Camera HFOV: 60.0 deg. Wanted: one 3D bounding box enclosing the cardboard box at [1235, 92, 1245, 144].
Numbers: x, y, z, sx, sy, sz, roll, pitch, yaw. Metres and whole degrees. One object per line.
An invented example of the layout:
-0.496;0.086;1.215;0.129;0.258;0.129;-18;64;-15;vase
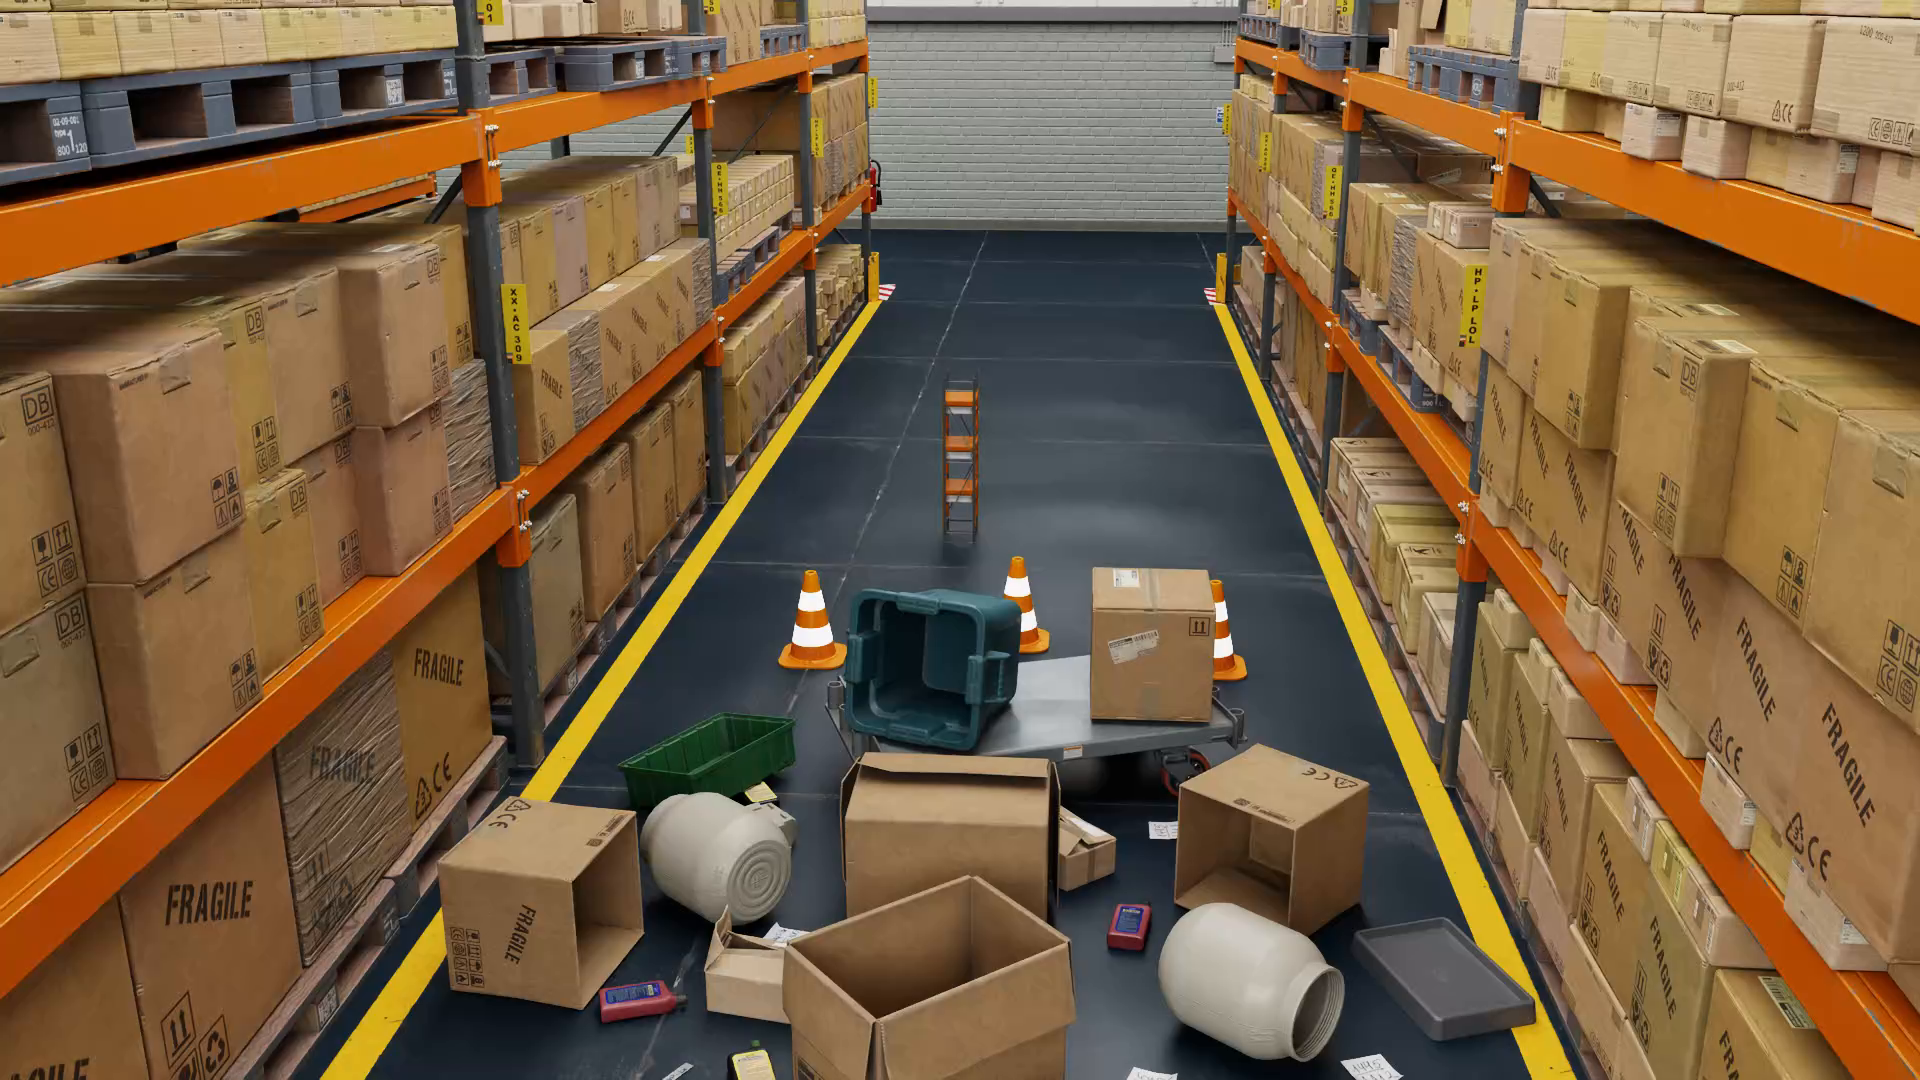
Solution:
3.098;-4.306;16.982;0.500;0.500;0.500;1;18;2;cardboard box

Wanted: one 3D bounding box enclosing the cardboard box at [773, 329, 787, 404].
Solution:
-1.664;-1.382;13.162;0.500;0.500;0.500;1;18;3;cardboard box

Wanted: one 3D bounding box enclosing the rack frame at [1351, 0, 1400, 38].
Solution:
2.873;-4.453;9.562;1.000;3.000;0.127;1;18;4;rack frame

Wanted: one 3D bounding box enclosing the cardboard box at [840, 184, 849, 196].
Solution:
-1.341;-3.624;17.068;0.380;0.149;0.250;0;18;1;cardboard box

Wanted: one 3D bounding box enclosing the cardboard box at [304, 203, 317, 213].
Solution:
-6.334;-3.195;15.758;0.380;0.149;0.250;2;18;6;cardboard box

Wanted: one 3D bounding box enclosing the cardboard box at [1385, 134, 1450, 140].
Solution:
3.231;-2.587;11.736;0.500;0.500;0.500;2;18;5;cardboard box

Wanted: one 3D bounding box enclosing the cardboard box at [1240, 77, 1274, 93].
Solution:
3.065;-4.653;16.997;0.380;0.149;0.250;2;18;6;cardboard box

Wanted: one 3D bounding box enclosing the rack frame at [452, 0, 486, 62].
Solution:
-2.358;-3.290;6.012;1.000;3.000;0.127;1;18;4;rack frame

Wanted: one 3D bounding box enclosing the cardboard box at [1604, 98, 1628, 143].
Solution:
2.280;-1.339;5.277;0.380;0.149;0.250;2;18;6;cardboard box

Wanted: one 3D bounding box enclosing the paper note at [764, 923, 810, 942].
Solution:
-0.630;1.438;5.998;0.172;0.023;0.155;8;20;23;paper note

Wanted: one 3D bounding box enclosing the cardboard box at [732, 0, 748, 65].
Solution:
-1.736;-3.481;11.253;0.500;0.500;0.500;1;18;4;cardboard box

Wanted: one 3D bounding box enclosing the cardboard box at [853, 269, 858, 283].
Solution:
-1.286;-2.821;17.640;0.380;0.149;0.250;1;18;2;cardboard box

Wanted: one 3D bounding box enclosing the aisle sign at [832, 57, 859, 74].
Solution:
-1.193;-5.418;17.965;0.394;0.787;0.004;1;18;4;aisle sign

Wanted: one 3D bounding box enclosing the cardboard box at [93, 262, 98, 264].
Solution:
-6.670;-2.176;12.087;0.500;0.500;0.500;1;18;2;cardboard box

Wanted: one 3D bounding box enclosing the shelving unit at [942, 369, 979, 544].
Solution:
0.004;-0.516;10.310;0.215;1.050;0.252;1;18;4;shelving unit

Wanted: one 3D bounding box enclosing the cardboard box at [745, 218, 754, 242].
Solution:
-1.745;-2.308;12.379;0.380;0.149;0.250;2;18;5;cardboard box

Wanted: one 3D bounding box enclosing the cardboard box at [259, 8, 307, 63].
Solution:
-2.155;-1.476;4.863;0.380;0.149;0.250;1;18;3;cardboard box

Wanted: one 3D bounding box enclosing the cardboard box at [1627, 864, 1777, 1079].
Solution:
2.131;1.216;4.432;0.500;0.500;0.500;2;18;6;cardboard box

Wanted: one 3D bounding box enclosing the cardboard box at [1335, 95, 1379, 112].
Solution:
3.442;-3.768;14.297;0.380;0.149;0.250;1;18;3;cardboard box

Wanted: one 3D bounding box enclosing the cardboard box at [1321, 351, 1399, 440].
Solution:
3.006;-1.005;11.411;0.875;0.875;0.875;1;18;3;cardboard box

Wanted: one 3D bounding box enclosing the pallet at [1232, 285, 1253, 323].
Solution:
3.468;-2.512;17.750;1.003;0.211;1.213;1;18;4;pallet

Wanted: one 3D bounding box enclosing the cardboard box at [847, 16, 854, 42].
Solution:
-1.344;-5.061;16.474;0.500;0.250;0.500;2;18;6;cardboard box

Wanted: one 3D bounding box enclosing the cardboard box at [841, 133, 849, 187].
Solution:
-1.388;-3.738;16.374;0.500;0.500;0.500;2;18;7;cardboard box

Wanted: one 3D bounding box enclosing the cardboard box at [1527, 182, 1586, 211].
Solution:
3.038;-1.785;8.698;0.380;0.149;0.250;0;18;1;cardboard box

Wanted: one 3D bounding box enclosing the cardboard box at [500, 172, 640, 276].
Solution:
-2.183;-1.749;9.176;0.700;0.500;0.500;1;18;3;cardboard box

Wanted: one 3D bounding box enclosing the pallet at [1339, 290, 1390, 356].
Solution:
2.929;-1.288;9.843;1.213;0.211;1.003;1;18;4;pallet

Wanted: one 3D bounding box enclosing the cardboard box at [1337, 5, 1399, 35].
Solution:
2.750;-3.397;10.315;0.797;0.503;0.637;0;18;1;cardboard box

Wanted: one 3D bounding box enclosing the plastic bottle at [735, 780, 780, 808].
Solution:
-0.872;1.077;7.039;0.133;0.061;0.283;-9;20;-25;plastic bottle

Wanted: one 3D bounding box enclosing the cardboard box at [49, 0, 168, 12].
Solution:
-2.283;-1.398;3.984;0.500;0.250;0.500;1;18;3;cardboard box

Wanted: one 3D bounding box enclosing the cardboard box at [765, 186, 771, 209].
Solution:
-1.689;-2.693;13.075;0.380;0.149;0.250;0;18;1;cardboard box

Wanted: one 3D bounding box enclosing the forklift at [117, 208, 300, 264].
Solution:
-4.689;-1.445;10.125;1.130;2.935;3.031;1;18;4;forklift

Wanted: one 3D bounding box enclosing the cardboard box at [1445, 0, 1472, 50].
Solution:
2.563;-2.414;7.722;0.500;0.250;0.500;2;18;5;cardboard box

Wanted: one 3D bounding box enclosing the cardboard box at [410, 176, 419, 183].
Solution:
-6.152;-3.990;18.187;0.380;0.149;0.250;1;18;4;cardboard box

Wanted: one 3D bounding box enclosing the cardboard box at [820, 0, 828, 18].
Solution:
-1.470;-4.814;14.920;0.500;0.250;0.500;1;18;4;cardboard box

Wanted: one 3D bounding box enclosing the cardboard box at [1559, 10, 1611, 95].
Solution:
2.254;-1.565;5.327;0.500;0.250;0.500;1;18;3;cardboard box

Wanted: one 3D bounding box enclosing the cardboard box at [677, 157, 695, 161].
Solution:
-2.285;-3.088;13.803;0.380;0.149;0.250;2;18;5;cardboard box

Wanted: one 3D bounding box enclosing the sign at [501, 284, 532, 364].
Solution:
-1.804;-0.876;6.763;0.100;0.325;0.005;1;18;4;sign

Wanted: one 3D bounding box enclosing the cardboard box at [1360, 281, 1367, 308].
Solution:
2.545;-1.415;9.653;0.380;0.149;0.250;0;18;0;cardboard box

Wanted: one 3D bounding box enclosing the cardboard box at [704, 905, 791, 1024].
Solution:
-0.644;1.435;5.617;0.396;0.266;0.258;4;19;13;cardboard box

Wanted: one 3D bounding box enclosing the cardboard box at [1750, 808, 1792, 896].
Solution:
2.061;0.720;3.811;0.380;0.149;0.250;1;18;3;cardboard box

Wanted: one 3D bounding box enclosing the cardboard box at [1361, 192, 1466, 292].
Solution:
2.580;-1.694;9.464;0.500;0.500;0.500;2;18;7;cardboard box

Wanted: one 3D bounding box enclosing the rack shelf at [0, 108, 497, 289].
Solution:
-2.501;-0.902;4.696;1.077;0.370;4.000;1;18;4;rack shelf

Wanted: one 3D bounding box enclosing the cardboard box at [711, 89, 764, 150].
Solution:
-2.020;-3.740;14.776;0.500;0.500;0.500;1;18;2;cardboard box

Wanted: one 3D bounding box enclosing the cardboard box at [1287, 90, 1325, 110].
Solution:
2.992;-3.858;14.572;0.380;0.149;0.250;2;18;5;cardboard box

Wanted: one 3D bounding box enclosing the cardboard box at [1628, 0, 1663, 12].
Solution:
2.208;-1.632;4.893;0.380;0.149;0.250;1;18;2;cardboard box

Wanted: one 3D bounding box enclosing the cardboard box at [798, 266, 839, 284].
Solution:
-1.415;-2.639;16.607;0.380;0.149;0.250;1;18;4;cardboard box

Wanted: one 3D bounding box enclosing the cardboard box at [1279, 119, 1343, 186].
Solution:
2.833;-3.079;13.235;0.500;0.500;0.500;1;18;4;cardboard box

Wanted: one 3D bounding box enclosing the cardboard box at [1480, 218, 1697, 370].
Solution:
2.339;-0.892;6.085;0.700;0.500;0.500;1;18;3;cardboard box

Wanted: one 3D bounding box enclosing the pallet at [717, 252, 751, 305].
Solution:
-2.126;-1.814;11.450;1.213;0.211;1.003;1;18;4;pallet

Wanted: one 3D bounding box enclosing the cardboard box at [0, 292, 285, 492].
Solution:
-2.548;-0.407;4.873;0.875;0.550;0.500;1;18;4;cardboard box

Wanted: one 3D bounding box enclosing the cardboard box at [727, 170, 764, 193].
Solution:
-1.713;-2.753;12.781;0.380;0.149;0.250;0;18;1;cardboard box

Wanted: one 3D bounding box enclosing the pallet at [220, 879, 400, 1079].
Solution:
-2.575;1.500;5.506;1.003;0.211;1.213;1;18;4;pallet

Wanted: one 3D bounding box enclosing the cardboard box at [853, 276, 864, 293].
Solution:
-1.245;-2.761;17.935;0.380;0.149;0.250;2;18;6;cardboard box

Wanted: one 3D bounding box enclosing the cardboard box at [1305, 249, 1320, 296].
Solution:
2.672;-1.853;11.502;0.500;0.250;0.500;2;18;5;cardboard box

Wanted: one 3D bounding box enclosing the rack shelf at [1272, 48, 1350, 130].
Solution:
3.017;-3.307;12.037;1.077;0.370;4.000;1;18;4;rack shelf

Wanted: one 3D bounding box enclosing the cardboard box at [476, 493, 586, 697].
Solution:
-2.403;0.235;7.826;1.050;0.750;0.750;1;18;4;cardboard box
